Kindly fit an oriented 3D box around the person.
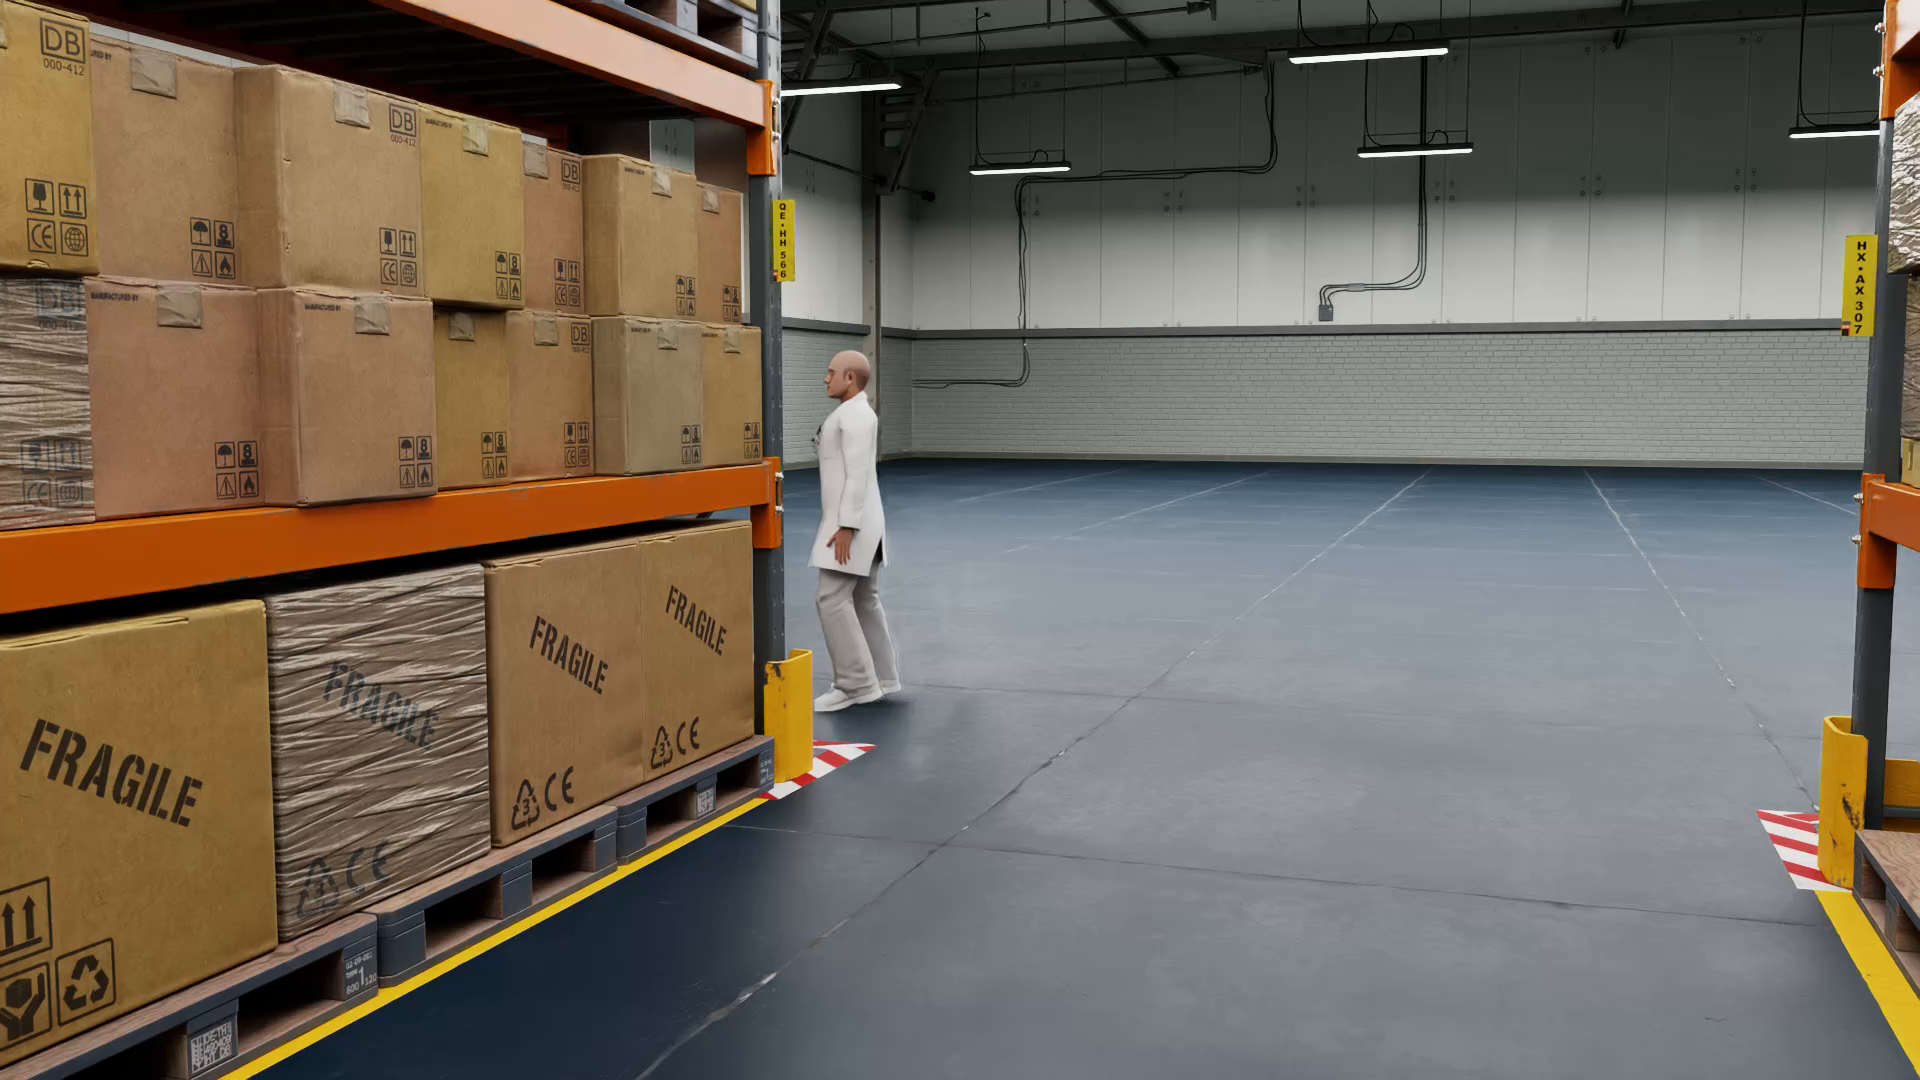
[{"bbox_3d":[-0.533,-0.056,8.417,0.455,1.795,0.647,0,5,1],"label":"person"}]
